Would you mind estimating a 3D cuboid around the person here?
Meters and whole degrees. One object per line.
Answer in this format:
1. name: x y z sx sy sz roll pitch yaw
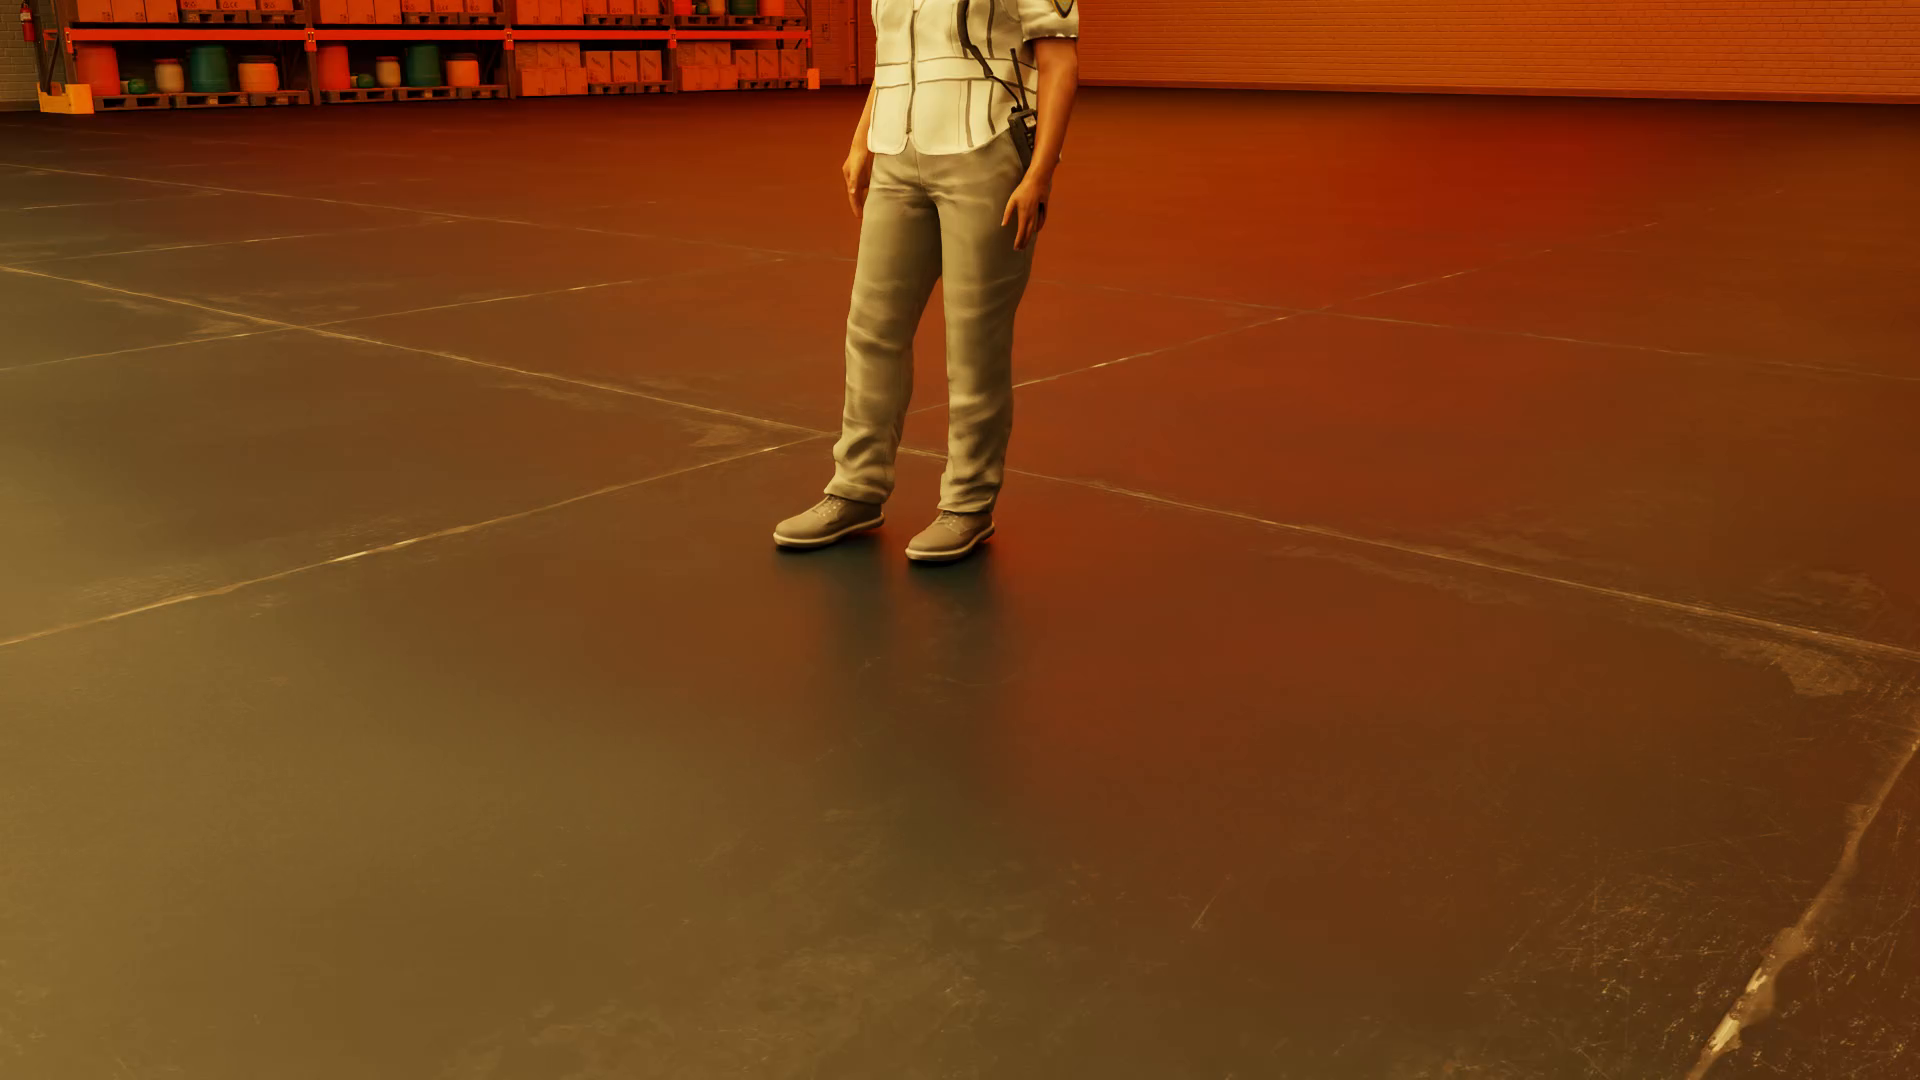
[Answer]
1. person: -0.066 -0.792 3.655 0.598 1.670 0.529 13 21 37
